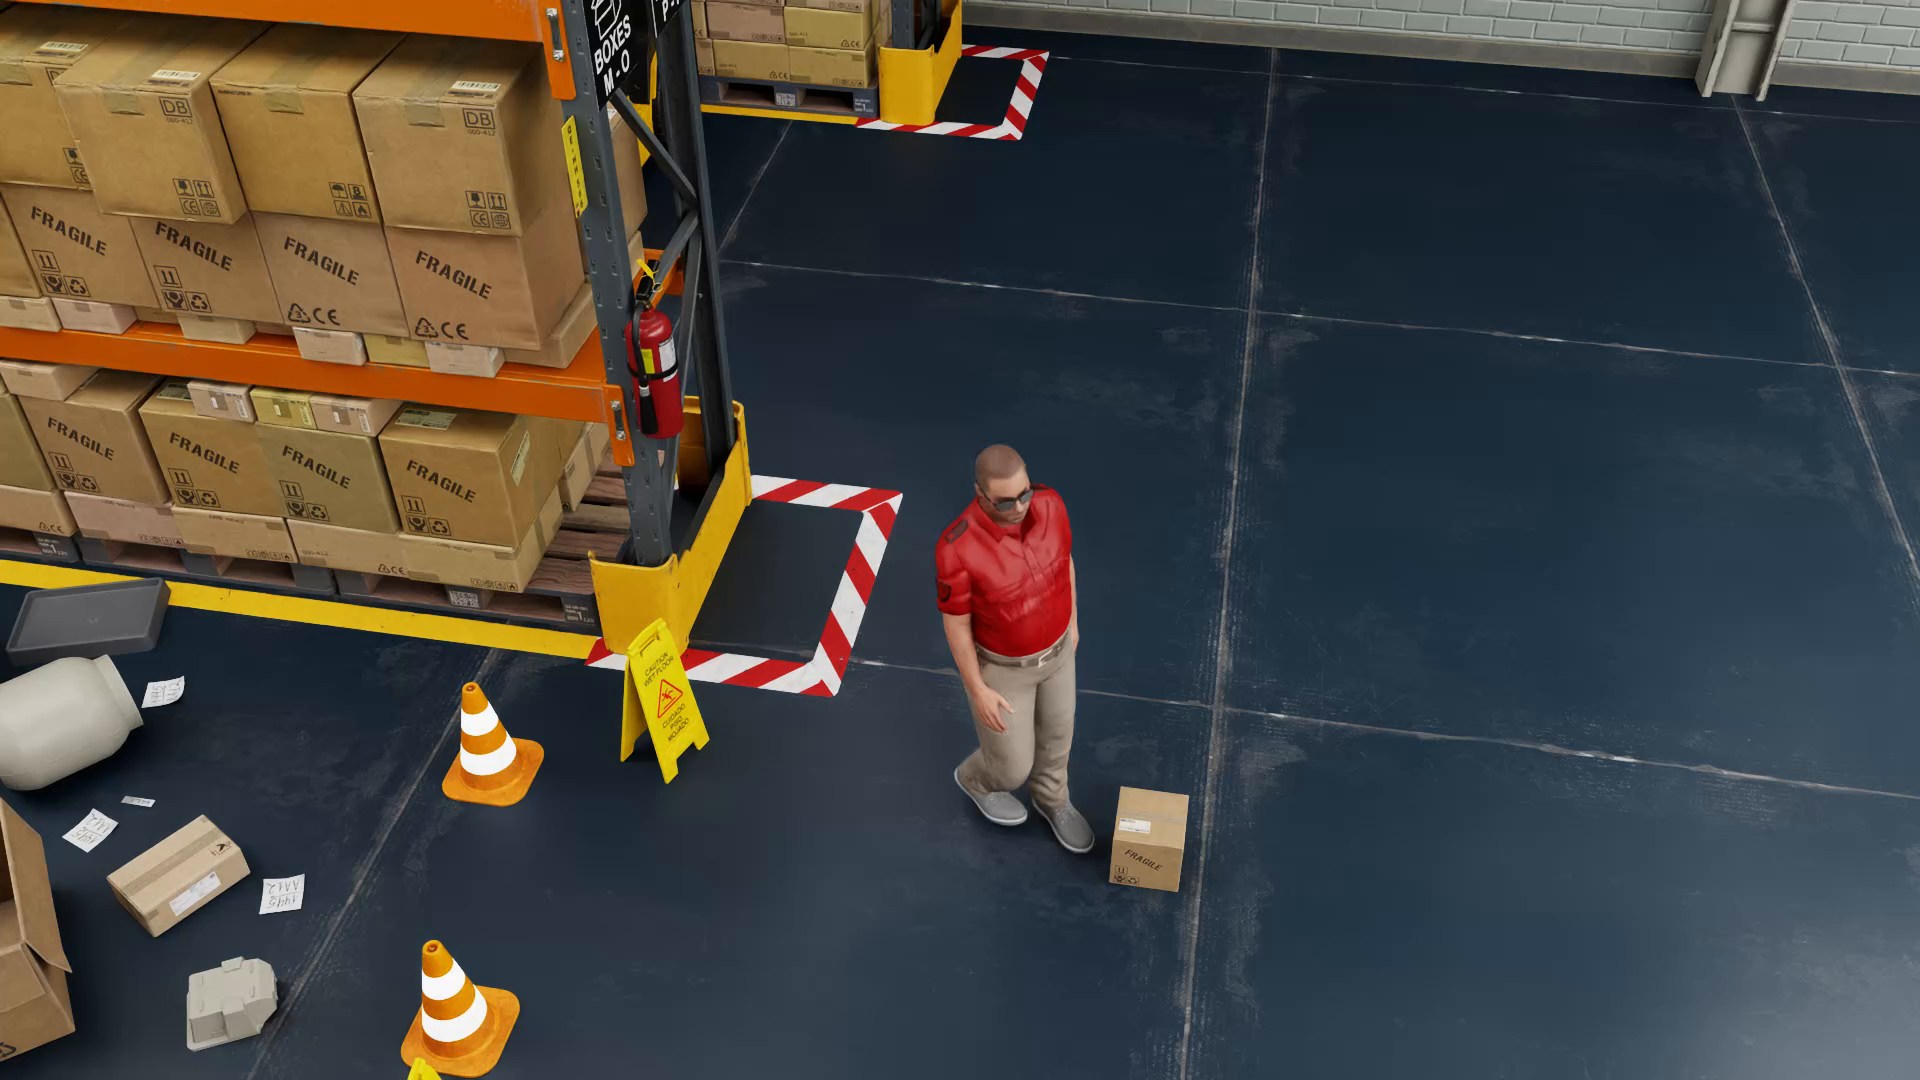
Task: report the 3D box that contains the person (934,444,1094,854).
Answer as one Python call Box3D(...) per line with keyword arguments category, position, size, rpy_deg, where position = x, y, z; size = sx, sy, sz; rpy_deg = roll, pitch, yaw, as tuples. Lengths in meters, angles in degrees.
Box3D(category="person", position=(0.223, 0.412, 5.686), size=(0.561, 1.721, 0.538), rpy_deg=(-29, 48, -29))
